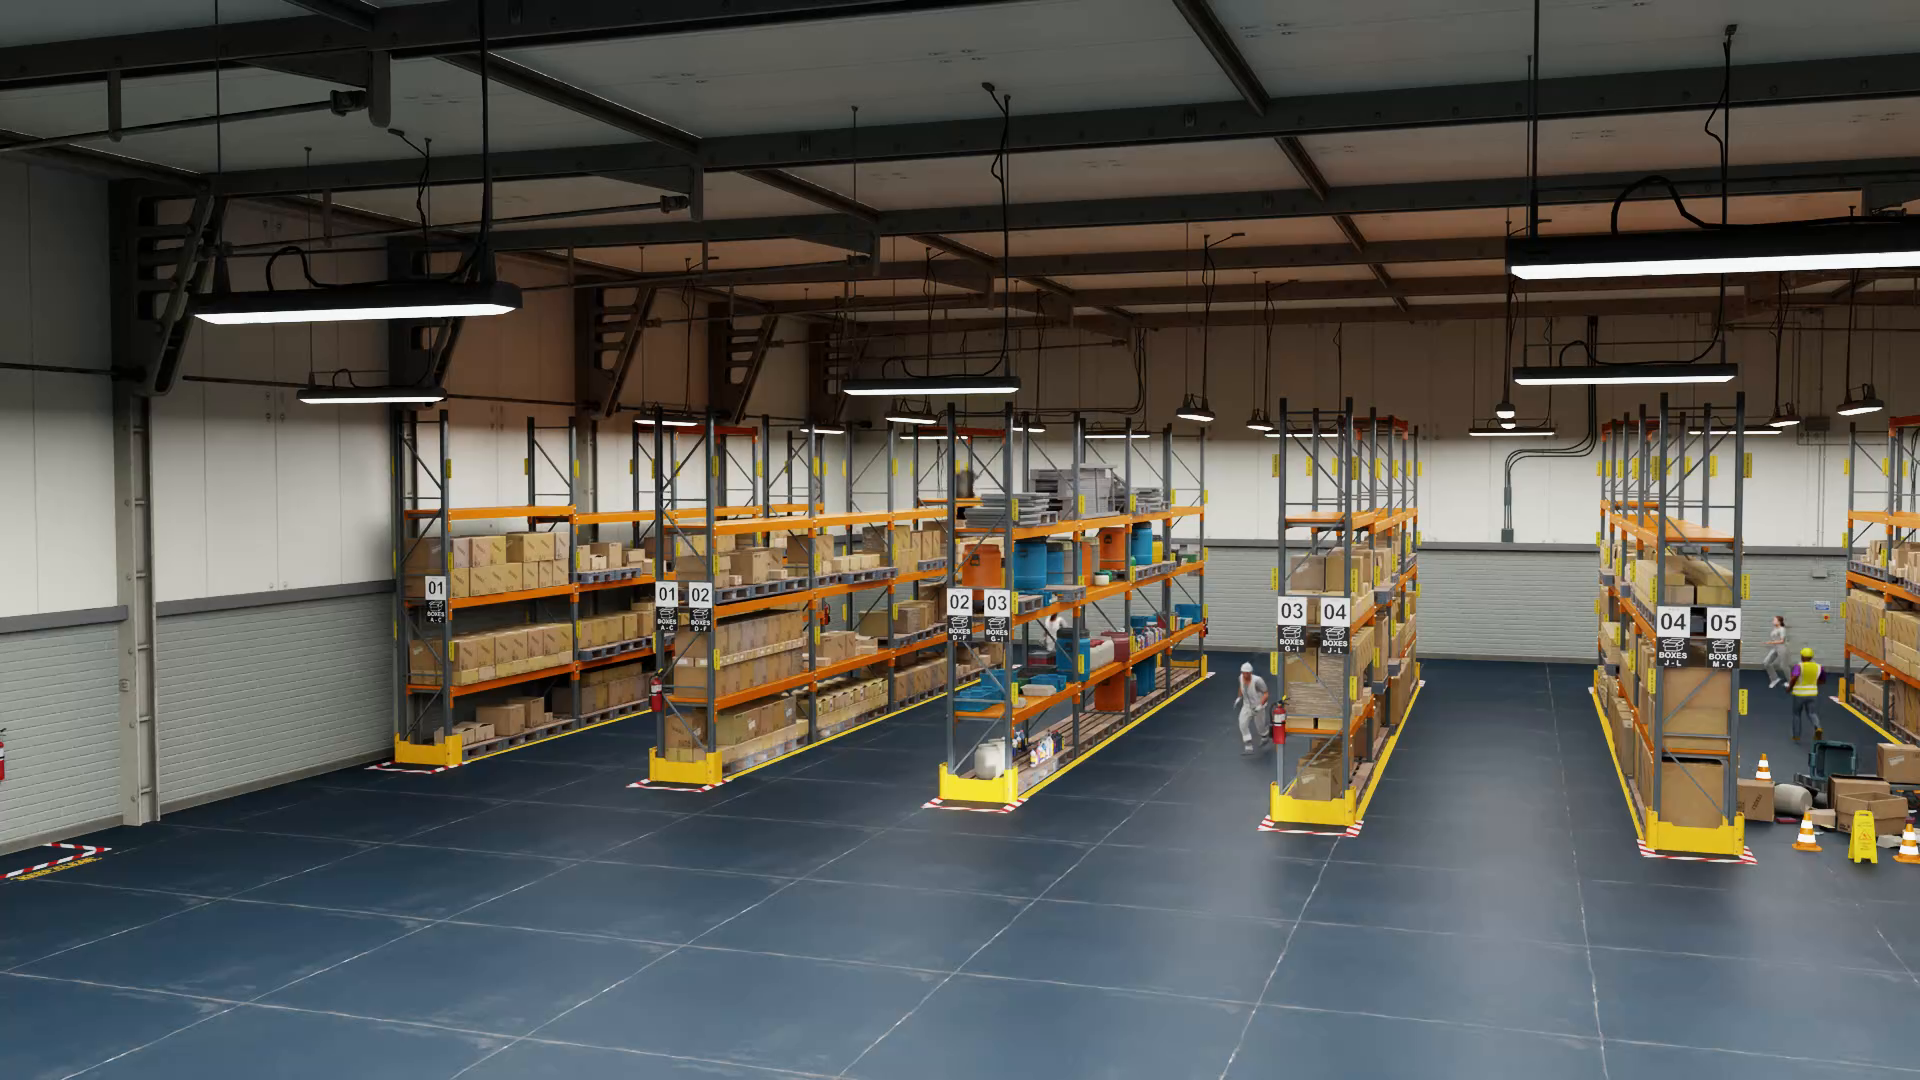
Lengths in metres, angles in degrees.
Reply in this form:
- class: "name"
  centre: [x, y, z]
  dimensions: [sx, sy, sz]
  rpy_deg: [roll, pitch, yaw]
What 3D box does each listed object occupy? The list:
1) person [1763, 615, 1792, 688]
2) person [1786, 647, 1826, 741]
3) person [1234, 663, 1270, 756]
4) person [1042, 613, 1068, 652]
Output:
- class: "person"
  centre: [18.717, 2.574, 37.935]
  dimensions: [0.796, 1.638, 0.478]
  rpy_deg: [0, 2, -3]
- class: "person"
  centre: [15.412, 2.822, 30.272]
  dimensions: [0.681, 1.748, 0.931]
  rpy_deg: [0, 2, 5]
- class: "person"
  centre: [5.180, 2.927, 29.138]
  dimensions: [0.686, 1.633, 1.112]
  rpy_deg: [2, 3, 38]
- class: "person"
  centre: [2.287, 2.447, 39.270]
  dimensions: [0.681, 1.787, 0.768]
  rpy_deg: [1, 3, 26]
